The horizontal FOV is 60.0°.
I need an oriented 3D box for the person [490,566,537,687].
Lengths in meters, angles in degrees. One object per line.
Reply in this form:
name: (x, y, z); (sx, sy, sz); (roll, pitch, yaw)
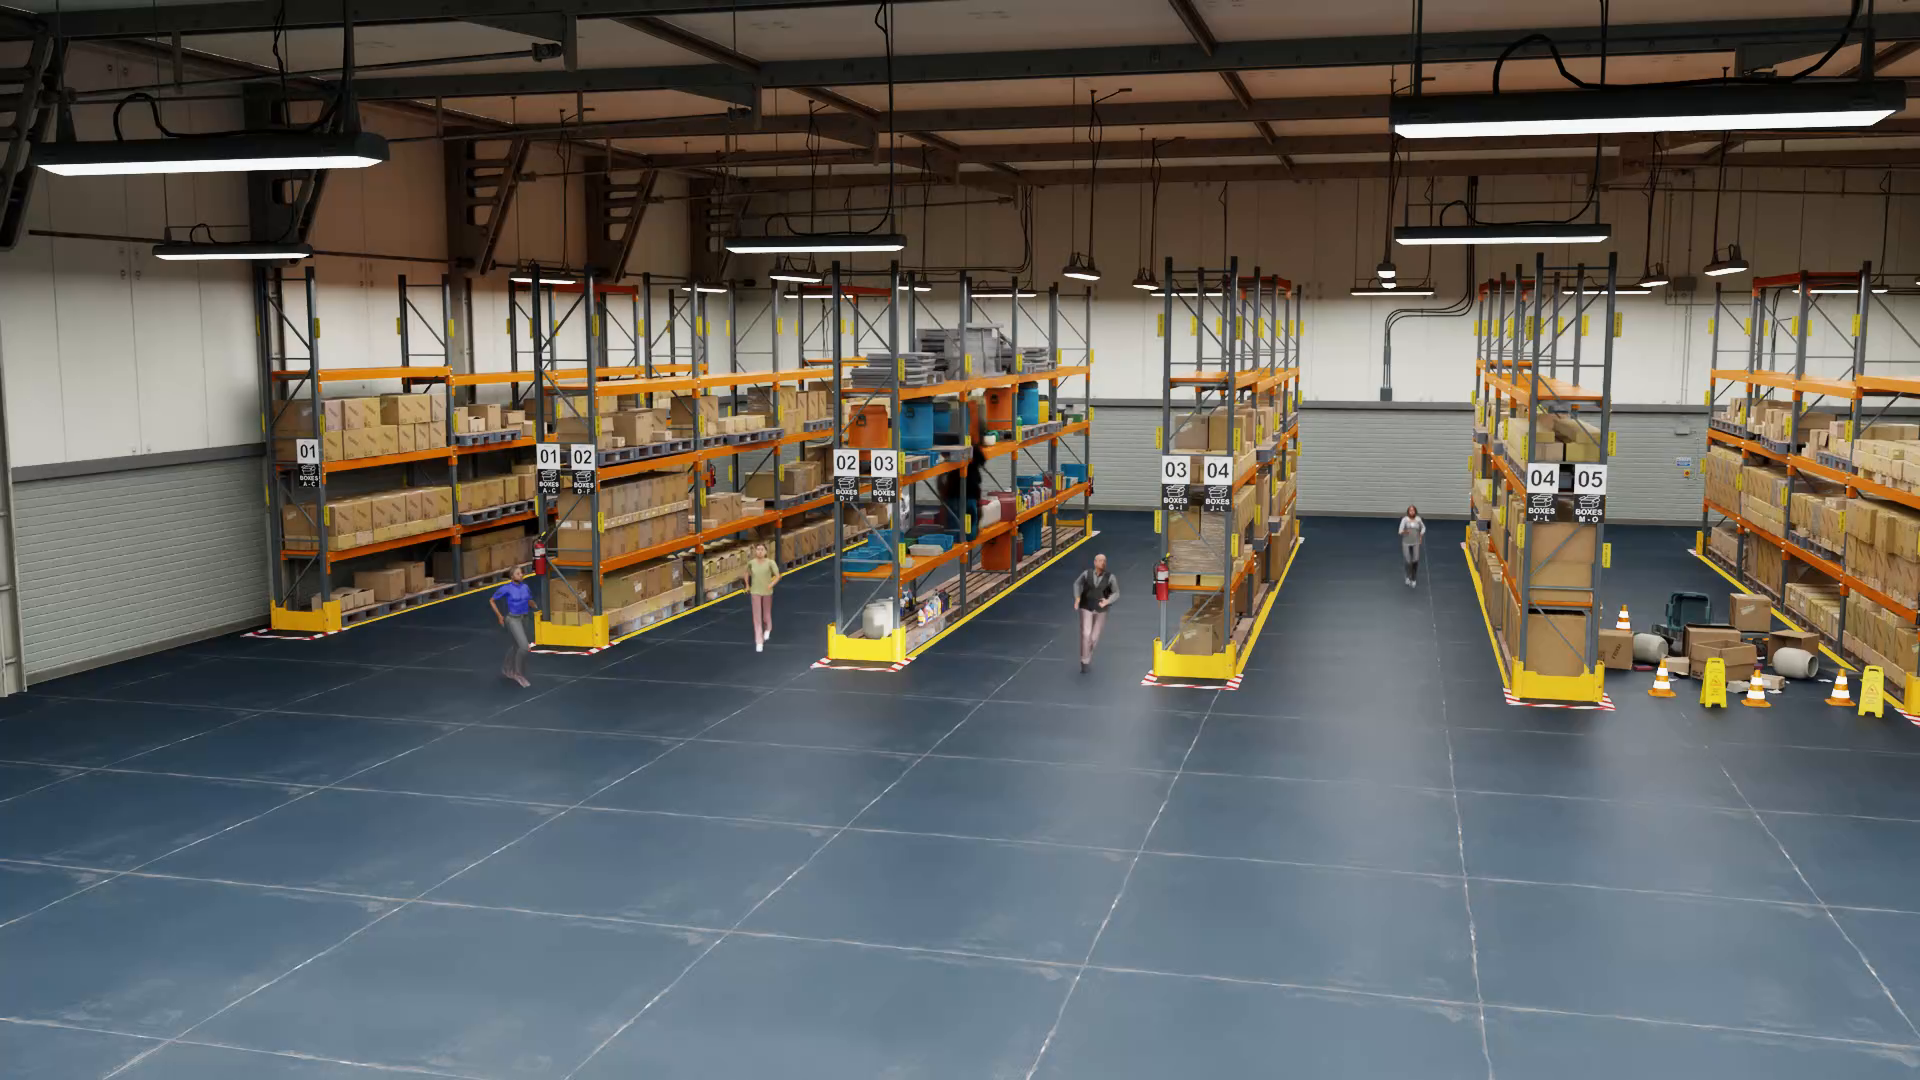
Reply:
person: (-6.256, 1.225, 23.480); (0.753, 1.706, 0.543); (4, 8, 27)

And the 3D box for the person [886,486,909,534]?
person: (-1.332, -0.422, 36.220); (0.620, 1.700, 0.774); (1, 7, 12)

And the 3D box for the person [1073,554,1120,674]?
person: (2.013, 1.062, 24.523); (0.672, 1.714, 0.812); (0, 7, 0)

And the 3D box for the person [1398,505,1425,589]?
person: (8.745, 0.133, 32.204); (0.514, 1.631, 0.653); (2, 7, 12)

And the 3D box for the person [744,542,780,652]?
person: (-3.118, 0.866, 26.175); (0.590, 1.661, 0.862); (0, 7, -1)
